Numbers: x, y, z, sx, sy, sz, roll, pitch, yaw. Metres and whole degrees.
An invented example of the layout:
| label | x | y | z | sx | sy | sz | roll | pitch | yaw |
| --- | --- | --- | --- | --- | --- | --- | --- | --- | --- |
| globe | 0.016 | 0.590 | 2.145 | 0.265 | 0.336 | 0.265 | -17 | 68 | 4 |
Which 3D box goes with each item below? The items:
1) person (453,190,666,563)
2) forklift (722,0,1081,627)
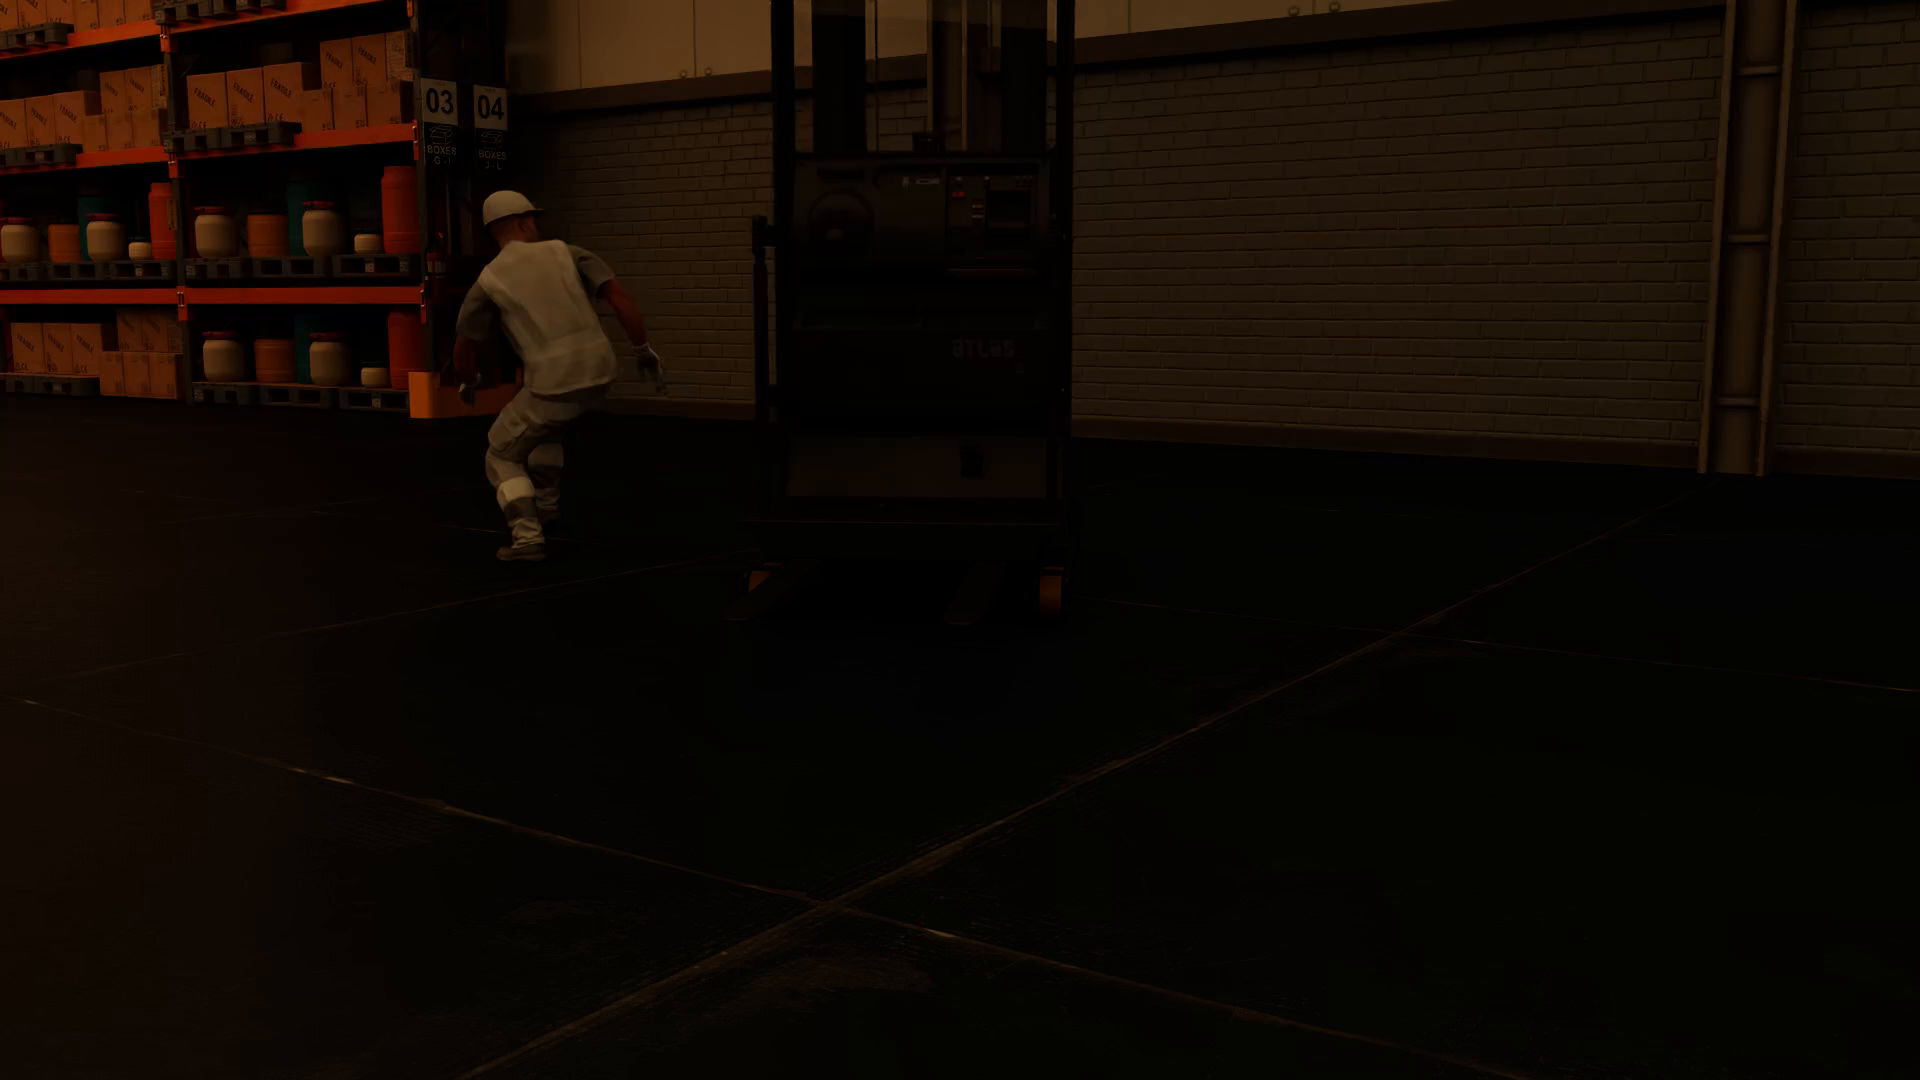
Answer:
| label | x | y | z | sx | sy | sz | roll | pitch | yaw |
| --- | --- | --- | --- | --- | --- | --- | --- | --- | --- |
| person | -1.773 | -0.707 | 7.146 | 0.781 | 1.561 | 0.771 | -7 | 10 | -39 |
| forklift | -0.158 | -1.222 | 5.785 | 1.130 | 2.935 | 3.031 | 1 | 8 | 5 |
